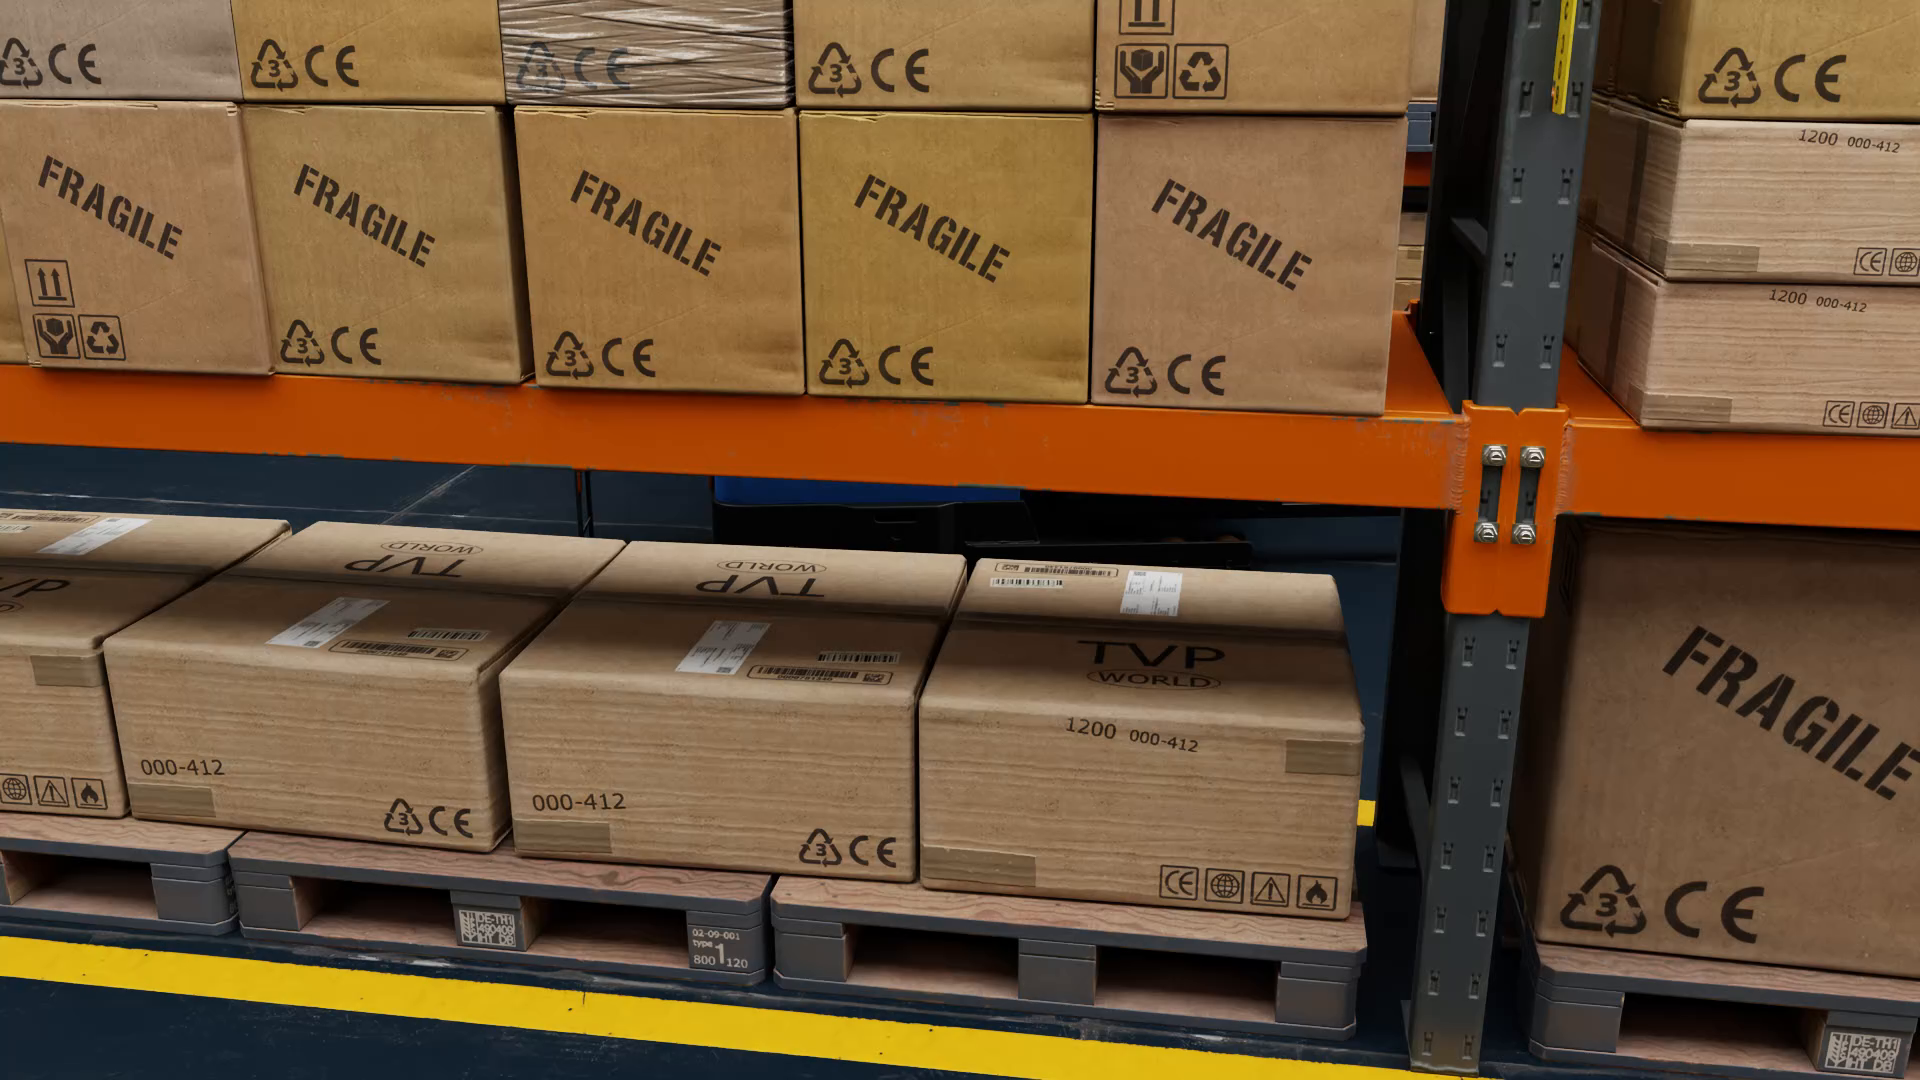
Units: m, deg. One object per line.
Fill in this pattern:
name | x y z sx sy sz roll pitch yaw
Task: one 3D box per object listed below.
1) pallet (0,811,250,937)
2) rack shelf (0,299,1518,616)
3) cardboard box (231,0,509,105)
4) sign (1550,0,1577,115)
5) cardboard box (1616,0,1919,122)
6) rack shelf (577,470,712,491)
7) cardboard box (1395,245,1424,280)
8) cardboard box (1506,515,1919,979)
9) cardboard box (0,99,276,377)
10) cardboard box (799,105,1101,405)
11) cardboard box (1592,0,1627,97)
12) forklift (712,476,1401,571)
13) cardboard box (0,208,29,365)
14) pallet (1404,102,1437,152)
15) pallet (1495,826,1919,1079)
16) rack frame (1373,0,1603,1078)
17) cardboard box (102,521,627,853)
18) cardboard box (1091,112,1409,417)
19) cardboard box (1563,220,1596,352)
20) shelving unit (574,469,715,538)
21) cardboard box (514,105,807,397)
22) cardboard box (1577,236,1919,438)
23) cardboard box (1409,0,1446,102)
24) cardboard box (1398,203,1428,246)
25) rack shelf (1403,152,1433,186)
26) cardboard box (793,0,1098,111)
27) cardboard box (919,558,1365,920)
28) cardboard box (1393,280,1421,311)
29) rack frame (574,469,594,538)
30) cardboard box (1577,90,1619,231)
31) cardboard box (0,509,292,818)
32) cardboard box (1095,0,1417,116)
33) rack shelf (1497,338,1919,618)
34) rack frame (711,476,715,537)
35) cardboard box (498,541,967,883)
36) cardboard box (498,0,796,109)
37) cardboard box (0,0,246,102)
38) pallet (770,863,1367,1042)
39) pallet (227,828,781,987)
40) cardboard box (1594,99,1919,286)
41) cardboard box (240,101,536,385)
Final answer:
pallet | -2.133 0.592 4.202 1.213 0.211 1.003 3 19 9
rack shelf | -0.960 -0.304 3.619 4.000 0.370 1.077 3 19 9
cardboard box | -0.992 -1.082 3.077 0.500 0.500 0.500 3 19 9
sign | 0.928 -0.819 2.535 0.005 0.325 0.100 3 19 9
cardboard box | 1.404 -0.954 2.695 0.500 0.500 0.500 3 19 9
rack shelf | -1.147 -0.290 6.116 0.480 0.148 0.258 -1 19 -3
cardboard box | 2.110 -1.320 7.777 0.250 0.149 0.380 4 19 11
cardboard box | 1.640 0.270 3.457 0.875 0.875 0.875 4 19 10
cardboard box | -1.503 -0.632 3.306 0.500 0.500 0.500 3 19 8
cardboard box | 0.007 -0.560 3.091 0.500 0.500 0.500 2 19 7
cardboard box | 1.496 -1.123 3.198 0.500 0.500 0.500 4 19 10
forklift | 0.629 -1.401 5.872 3.031 2.935 1.130 -1 19 -3
cardboard box | -2.002 -0.663 3.399 0.500 0.500 0.500 3 19 8
pallet | 2.570 -1.935 7.661 1.213 0.211 1.003 3 19 9
pallet | 1.789 0.793 3.601 1.213 0.211 1.003 3 19 9
rack frame | 1.015 -0.545 3.204 0.127 3.000 1.000 3 19 9
cardboard box | -1.362 0.315 4.011 0.875 0.438 0.875 3 19 10
cardboard box | 0.516 -0.536 3.019 0.500 0.500 0.500 3 19 9
cardboard box | 1.498 -0.530 3.397 0.500 0.250 0.500 2 19 7
shelving unit | -1.147 -0.542 6.032 0.503 1.200 0.258 -1 19 -3
cardboard box | -0.491 -0.581 3.153 0.500 0.500 0.500 3 19 8
cardboard box | 1.407 -0.369 2.915 0.500 0.250 0.500 2 19 7
cardboard box | 2.241 -2.252 7.488 0.500 0.500 0.700 3 19 10
cardboard box | 2.120 -1.480 7.786 0.250 0.149 0.380 3 19 8
rack shelf | 3.773 -1.658 7.666 4.000 0.370 1.077 3 19 9
cardboard box | 0.005 -1.032 2.926 0.500 0.500 0.500 3 19 8
cardboard box | 0.412 0.406 3.739 0.875 0.438 0.875 3 19 8
cardboard box | 2.240 -1.019 7.899 0.500 0.500 0.500 4 19 11
rack frame | -1.391 -0.537 6.018 0.015 1.200 0.240 -1 19 -3
cardboard box | 1.489 -0.765 3.310 0.500 0.250 0.500 3 19 9
cardboard box | -2.267 0.272 4.140 0.875 0.438 0.875 2 19 7
cardboard box | 0.505 -1.004 2.842 0.500 0.500 0.500 3 19 8
rack shelf | 2.989 -0.103 3.018 4.000 0.370 1.077 3 19 9
rack frame | -0.903 -0.546 6.045 0.015 1.200 0.240 -1 19 -3
cardboard box | -0.472 0.361 3.873 0.875 0.438 0.875 2 19 7
cardboard box | -0.499 -1.055 2.994 0.500 0.500 0.500 3 19 9
cardboard box | -1.485 -1.107 3.151 0.500 0.500 0.500 3 19 8
pallet | 0.276 0.715 3.835 1.213 0.211 1.003 3 19 9
pallet | -0.932 0.654 4.016 1.213 0.211 1.003 3 19 9
cardboard box | 1.404 -0.600 2.819 0.500 0.250 0.500 2 19 7
cardboard box | -1.006 -0.612 3.246 0.500 0.500 0.500 4 19 10
